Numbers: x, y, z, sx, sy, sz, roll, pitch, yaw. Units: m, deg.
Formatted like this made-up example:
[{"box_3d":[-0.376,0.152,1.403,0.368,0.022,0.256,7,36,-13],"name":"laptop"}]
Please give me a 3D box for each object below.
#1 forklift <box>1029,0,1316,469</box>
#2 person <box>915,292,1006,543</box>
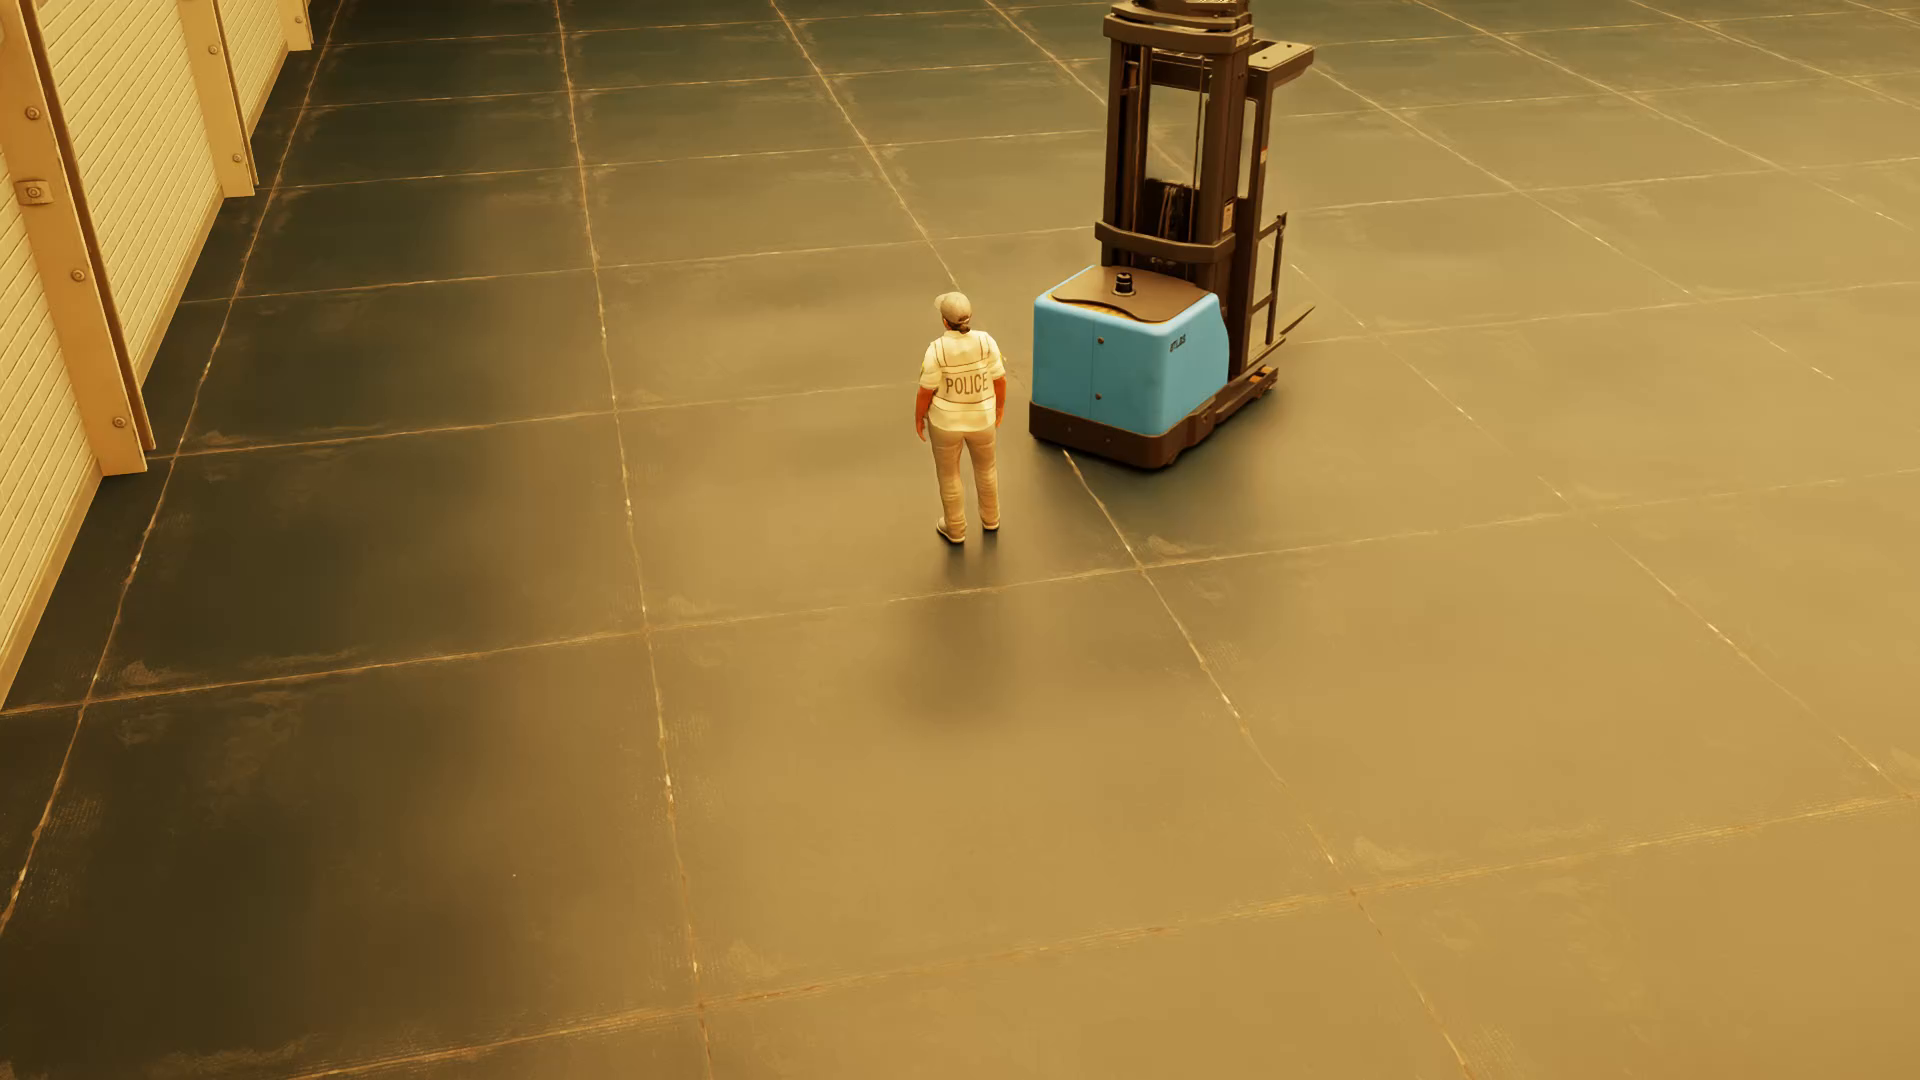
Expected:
[{"box_3d":[1.726,-2.439,11.787,1.130,2.935,3.031,19,35,29],"name":"forklift"},{"box_3d":[0.005,-0.767,10.148,0.598,1.670,0.529,-7,31,-12],"name":"person"}]
